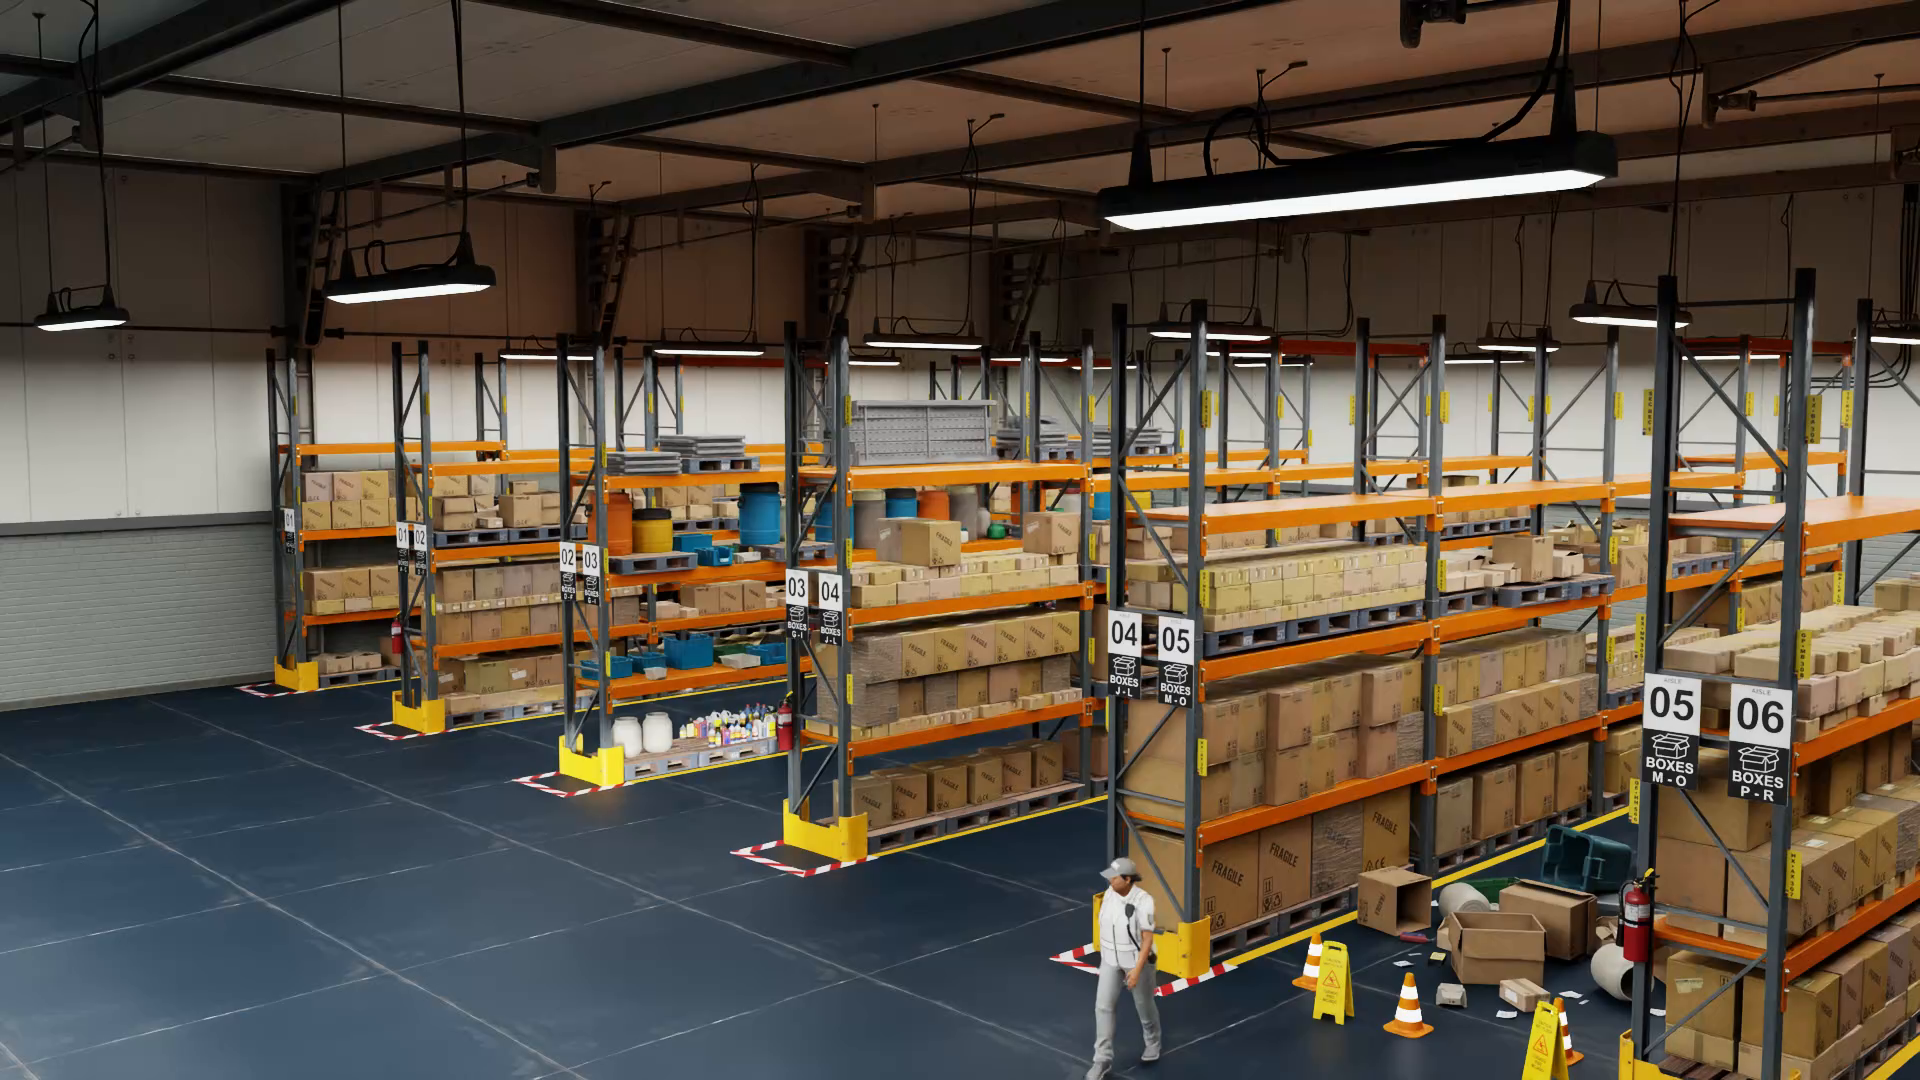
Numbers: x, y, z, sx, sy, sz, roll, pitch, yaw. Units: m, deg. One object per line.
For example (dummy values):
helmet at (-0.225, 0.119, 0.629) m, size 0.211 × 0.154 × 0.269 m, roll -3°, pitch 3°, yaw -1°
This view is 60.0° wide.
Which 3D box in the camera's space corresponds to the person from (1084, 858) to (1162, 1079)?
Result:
person at (1.250, 3.236, 12.709) m, size 0.508 × 1.628 × 0.895 m, roll 3°, pitch 6°, yaw 34°

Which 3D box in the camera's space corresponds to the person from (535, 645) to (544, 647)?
person at (-7.559, 1.738, 29.814) m, size 0.988 × 1.662 × 0.532 m, roll -4°, pitch 6°, yaw -39°
